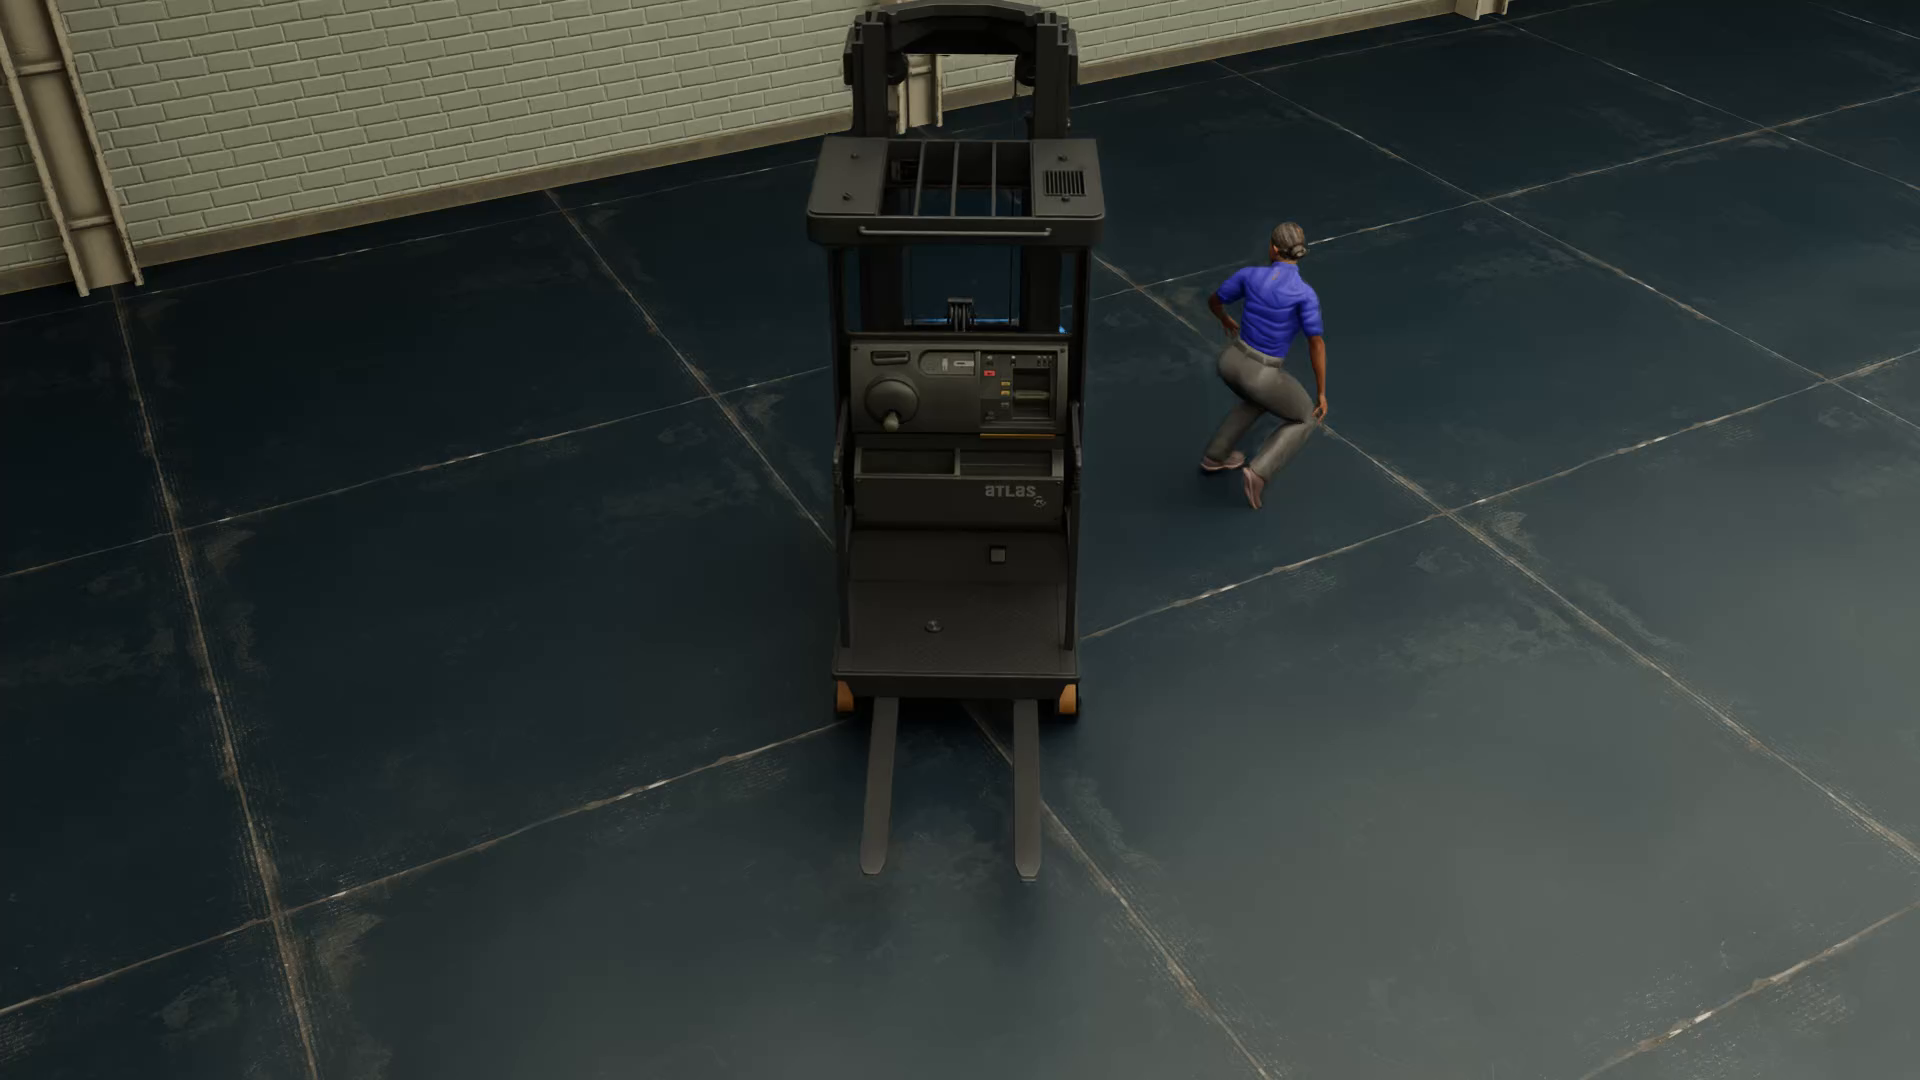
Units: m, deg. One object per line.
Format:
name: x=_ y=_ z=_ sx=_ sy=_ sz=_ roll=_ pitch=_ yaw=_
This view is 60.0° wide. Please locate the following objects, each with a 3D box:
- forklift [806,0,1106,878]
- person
forklift: x=-0.007 y=-0.589 z=6.957 sx=1.130 sy=2.935 sz=3.031 roll=1 pitch=35 yaw=1
person: x=1.608 y=-0.886 z=8.685 sx=0.492 sy=1.503 sz=0.885 roll=-26 pitch=43 yaw=-32
